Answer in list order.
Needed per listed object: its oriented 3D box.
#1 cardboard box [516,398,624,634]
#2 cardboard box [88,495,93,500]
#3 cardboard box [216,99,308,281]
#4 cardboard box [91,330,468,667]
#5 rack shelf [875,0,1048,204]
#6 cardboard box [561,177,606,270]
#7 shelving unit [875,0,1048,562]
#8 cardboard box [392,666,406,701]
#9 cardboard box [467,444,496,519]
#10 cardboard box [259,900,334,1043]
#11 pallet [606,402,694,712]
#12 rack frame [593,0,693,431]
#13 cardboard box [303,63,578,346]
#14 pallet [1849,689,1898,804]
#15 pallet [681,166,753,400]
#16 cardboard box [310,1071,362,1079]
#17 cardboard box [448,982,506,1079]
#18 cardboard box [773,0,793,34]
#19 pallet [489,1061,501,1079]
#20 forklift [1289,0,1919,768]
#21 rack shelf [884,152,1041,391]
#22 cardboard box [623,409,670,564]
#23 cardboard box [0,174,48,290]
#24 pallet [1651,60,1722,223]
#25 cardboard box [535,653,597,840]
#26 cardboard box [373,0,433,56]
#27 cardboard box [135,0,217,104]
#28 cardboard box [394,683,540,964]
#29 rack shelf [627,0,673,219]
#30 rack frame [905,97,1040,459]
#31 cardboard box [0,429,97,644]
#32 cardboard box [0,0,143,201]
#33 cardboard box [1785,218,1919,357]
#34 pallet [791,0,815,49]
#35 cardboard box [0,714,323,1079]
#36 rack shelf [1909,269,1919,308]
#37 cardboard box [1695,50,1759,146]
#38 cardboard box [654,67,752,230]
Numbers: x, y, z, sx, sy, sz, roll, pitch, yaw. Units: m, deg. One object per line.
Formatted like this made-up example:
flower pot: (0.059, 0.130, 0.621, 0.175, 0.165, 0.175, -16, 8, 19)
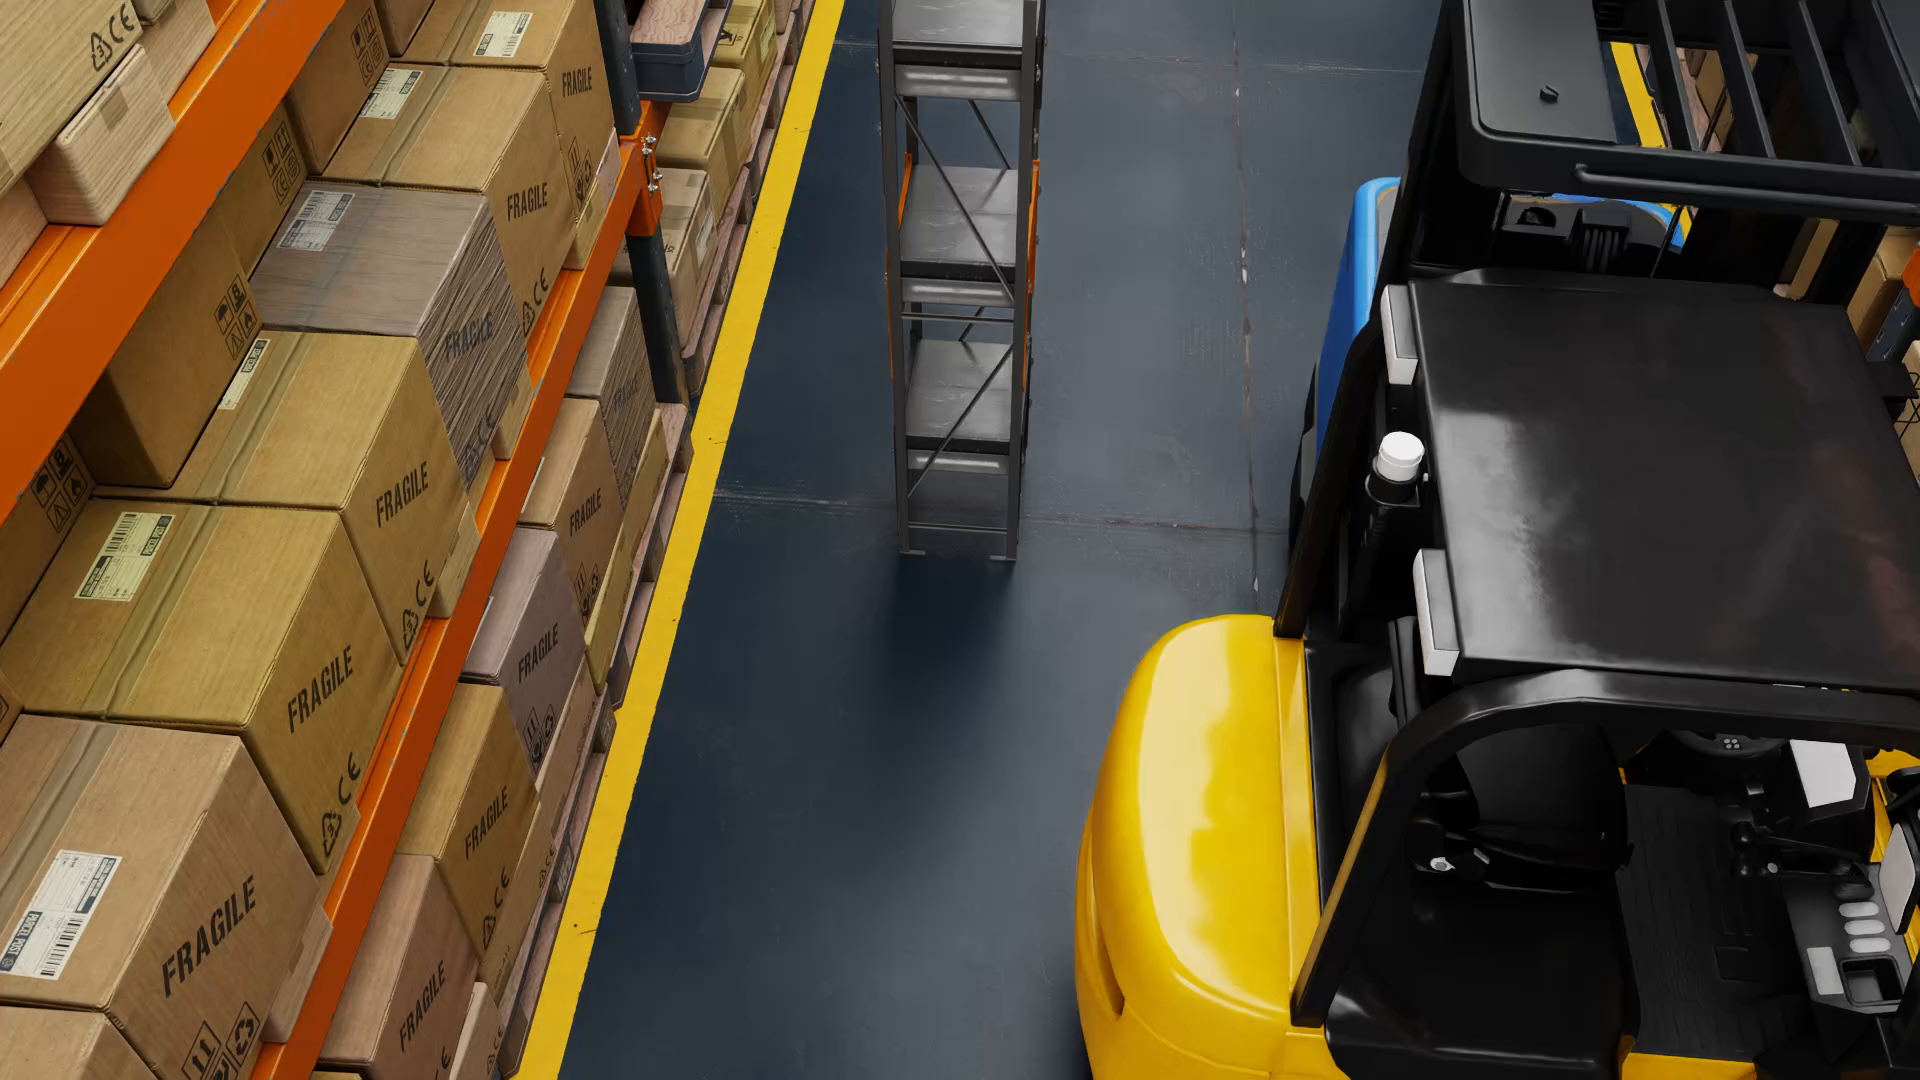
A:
cardboard box: (-1.322, -0.077, 4.859, 0.500, 0.500, 0.500, 5, 48, 4)
cardboard box: (-1.916, -0.156, 3.590, 0.500, 0.500, 0.500, 4, 48, 4)
cardboard box: (-1.888, -0.859, 3.556, 0.700, 0.500, 0.500, 3, 48, 3)
cardboard box: (-1.408, -0.091, 3.531, 0.500, 0.500, 0.500, 3, 48, 3)
rack shelf: (0.015, -1.294, 4.580, 0.431, 0.518, 0.480, 4, 48, 4)
cardboard box: (-1.232, -0.912, 4.722, 0.380, 0.149, 0.250, 5, 48, 4)
shelving unit: (0.015, -0.830, 5.086, 0.431, 2.100, 0.503, 4, 48, 4)
cardboard box: (-1.427, 0.210, 3.696, 0.380, 0.149, 0.250, 3, 48, 2)
cardboard box: (-1.359, -0.163, 4.036, 0.380, 0.149, 0.250, 3, 48, 3)
cardboard box: (-1.435, 0.792, 3.163, 0.380, 0.149, 0.250, 5, 48, 4)
pallet: (-1.517, 0.000, 5.607, 1.003, 0.211, 1.213, 4, 48, 4)
rack frame: (-1.491, -1.437, 5.032, 1.000, 3.000, 0.127, 4, 48, 4)
cardboard box: (-1.323, -0.849, 4.225, 0.500, 0.500, 0.500, 5, 48, 5)
pallet: (3.339, 0.417, 5.226, 1.003, 0.211, 1.213, 4, 48, 4)
pallet: (-1.421, -1.068, 6.584, 1.003, 0.211, 1.213, 4, 48, 4)
cardboard box: (-1.505, 1.444, 3.467, 0.500, 0.500, 0.500, 2, 48, 2)
cardboard box: (-1.452, 1.340, 4.071, 0.500, 0.250, 0.500, 5, 48, 5)
cardboard box: (-1.247, -2.674, 7.659, 0.950, 0.372, 0.625, 3, 48, 3)
pallet: (-1.739, 1.793, 3.967, 1.003, 0.211, 1.213, 4, 48, 4)
forklift: (1.552, -0.320, 4.056, 1.130, 2.935, 3.031, 7, 48, 6)
rack shelf: (0.015, -0.821, 5.097, 0.431, 0.518, 0.480, 4, 48, 4)
cardboard box: (-1.277, -0.198, 5.477, 0.500, 0.250, 0.500, 6, 48, 5)
cardboard box: (-1.490, -0.418, 2.237, 0.380, 0.149, 0.250, 3, 48, 2)
pallet: (3.590, -1.608, 7.078, 1.003, 0.211, 1.213, 4, 48, 4)
cardboard box: (-1.366, 0.567, 4.777, 0.500, 0.250, 0.500, 5, 48, 4)
cardboard box: (-1.747, -1.600, 4.234, 0.700, 0.500, 0.500, 3, 48, 3)
cardboard box: (-1.404, -0.793, 2.580, 0.380, 0.149, 0.250, 3, 48, 2)
cardboard box: (-1.407, 0.691, 4.156, 0.500, 0.500, 0.500, 5, 48, 4)
rack shelf: (-1.308, -2.664, 6.641, 1.077, 0.370, 4.000, 4, 48, 4)
rack frame: (0.037, -1.010, 5.250, 0.400, 2.100, 0.015, 4, 48, 4)
cardboard box: (-2.028, -0.113, 2.873, 0.700, 0.500, 0.500, 3, 48, 3)
cardboard box: (-1.466, -0.662, 2.190, 0.500, 0.250, 0.500, 5, 48, 5)
cardboard box: (3.489, -0.831, 5.802, 0.875, 0.625, 0.625, 6, 48, 5)
pallet: (-1.199, -2.861, 8.224, 1.003, 0.211, 1.213, 4, 48, 4)
cardboard box: (-1.492, 0.658, 2.846, 0.500, 0.500, 0.500, 5, 48, 5)
rack shelf: (3.271, 0.606, 3.650, 1.077, 0.370, 4.000, 4, 48, 4)
cardboard box: (3.634, -1.953, 6.828, 0.875, 0.625, 0.625, 2, 48, 2)
cardboard box: (-1.383, -1.606, 6.682, 0.950, 0.372, 0.625, 7, 48, 6)
